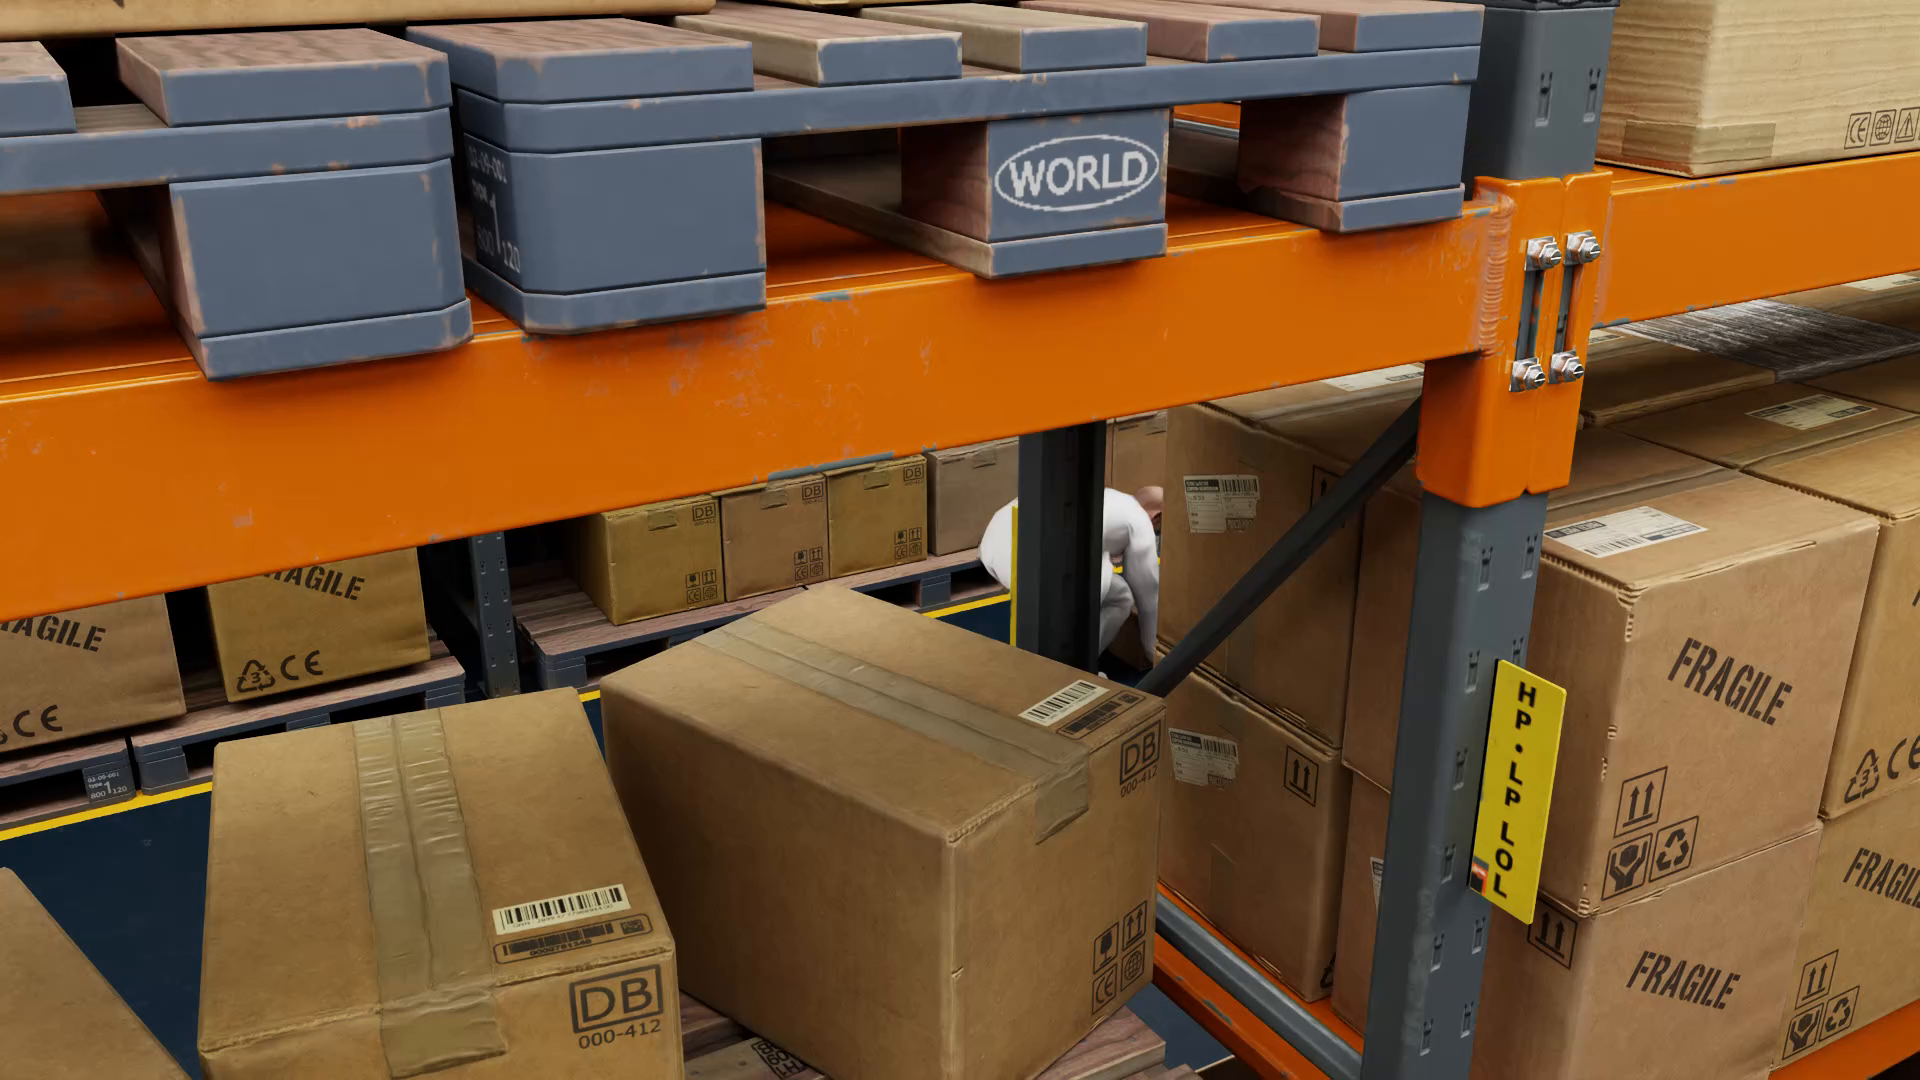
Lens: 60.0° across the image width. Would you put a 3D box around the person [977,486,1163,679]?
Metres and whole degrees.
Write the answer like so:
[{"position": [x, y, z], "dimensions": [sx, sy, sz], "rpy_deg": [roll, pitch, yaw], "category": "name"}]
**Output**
[{"position": [0.513, 0.182, 6.930], "dimensions": [0.955, 0.874, 0.581], "rpy_deg": [-14, 25, -31], "category": "person"}]
